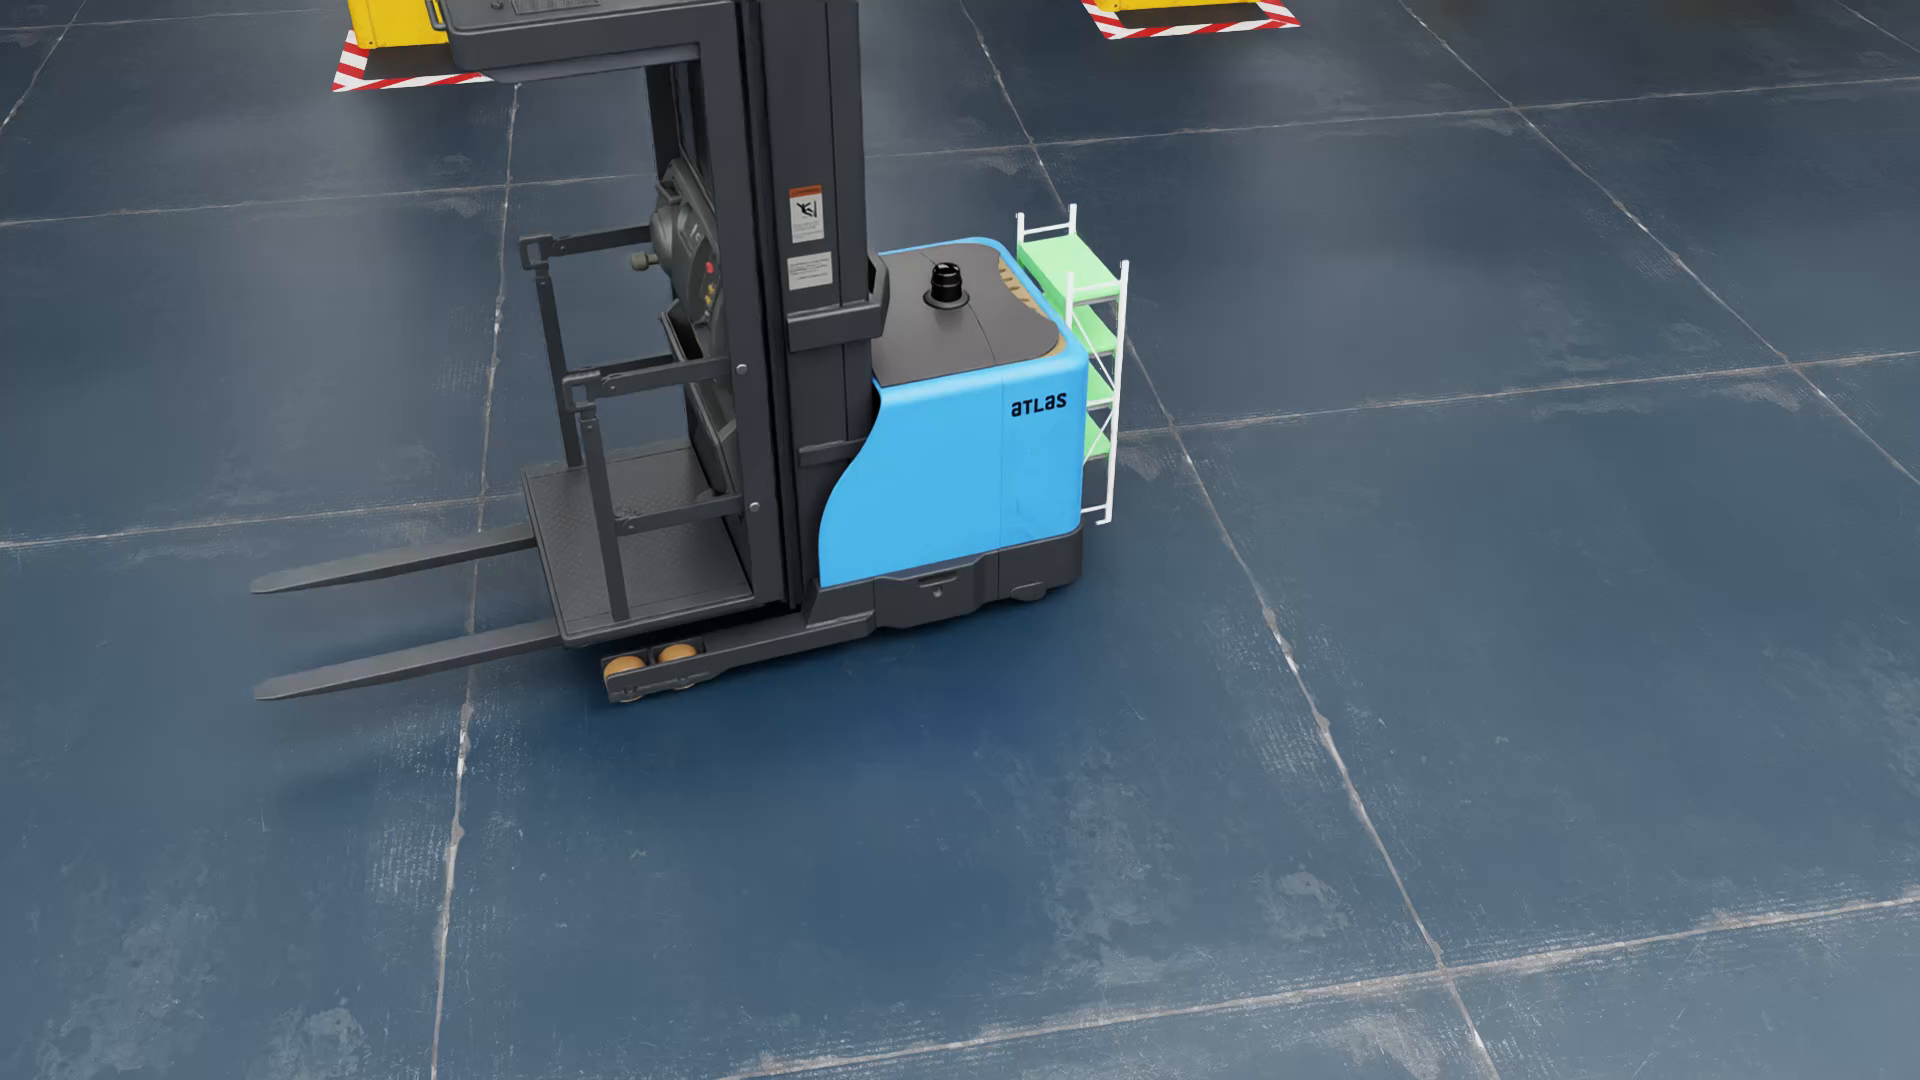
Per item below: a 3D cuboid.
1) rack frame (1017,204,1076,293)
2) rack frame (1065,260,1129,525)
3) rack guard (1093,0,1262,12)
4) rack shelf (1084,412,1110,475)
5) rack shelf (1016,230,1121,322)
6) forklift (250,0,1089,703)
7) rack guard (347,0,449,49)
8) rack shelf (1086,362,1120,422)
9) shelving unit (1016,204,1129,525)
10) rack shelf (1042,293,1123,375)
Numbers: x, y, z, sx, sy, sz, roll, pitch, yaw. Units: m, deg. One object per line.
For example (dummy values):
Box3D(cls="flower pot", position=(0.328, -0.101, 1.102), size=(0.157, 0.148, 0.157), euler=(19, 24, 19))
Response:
Box3D(cls="rack frame", position=(0.338, -0.808, 6.812), size=(0.240, 1.200, 0.015), euler=(-13, 40, -16))
Box3D(cls="rack frame", position=(0.506, -0.527, 6.451), size=(0.240, 1.200, 0.015), euler=(-13, 40, -16))
Box3D(cls="rack guard", position=(1.517, -3.985, 11.472), size=(1.175, 0.500, 0.348), euler=(-6, 38, -8))
Box3D(cls="rack shelf", position=(0.422, -0.428, 6.818), size=(0.258, 0.148, 0.480), euler=(-13, 40, -16))
Box3D(cls="rack shelf", position=(0.422, -0.996, 6.376), size=(0.258, 0.148, 0.480), euler=(-13, 40, -16))
Box3D(cls="forklift", position=(-1.100, -0.940, 5.571), size=(3.031, 2.935, 1.130), euler=(-12, 40, -15))
Box3D(cls="rack guard", position=(-3.402, -3.573, 10.941), size=(1.175, 0.500, 0.348), euler=(-6, 38, -8))
Box3D(cls="rack shelf", position=(0.422, -0.617, 6.671), size=(0.258, 0.148, 0.480), euler=(-13, 40, -16))
Box3D(cls="shelving unit", position=(0.422, -0.668, 6.632), size=(0.258, 1.200, 0.503), euler=(-13, 40, -16))
Box3D(cls="rack shelf", position=(0.422, -0.807, 6.524), size=(0.258, 0.148, 0.480), euler=(-13, 40, -16))
